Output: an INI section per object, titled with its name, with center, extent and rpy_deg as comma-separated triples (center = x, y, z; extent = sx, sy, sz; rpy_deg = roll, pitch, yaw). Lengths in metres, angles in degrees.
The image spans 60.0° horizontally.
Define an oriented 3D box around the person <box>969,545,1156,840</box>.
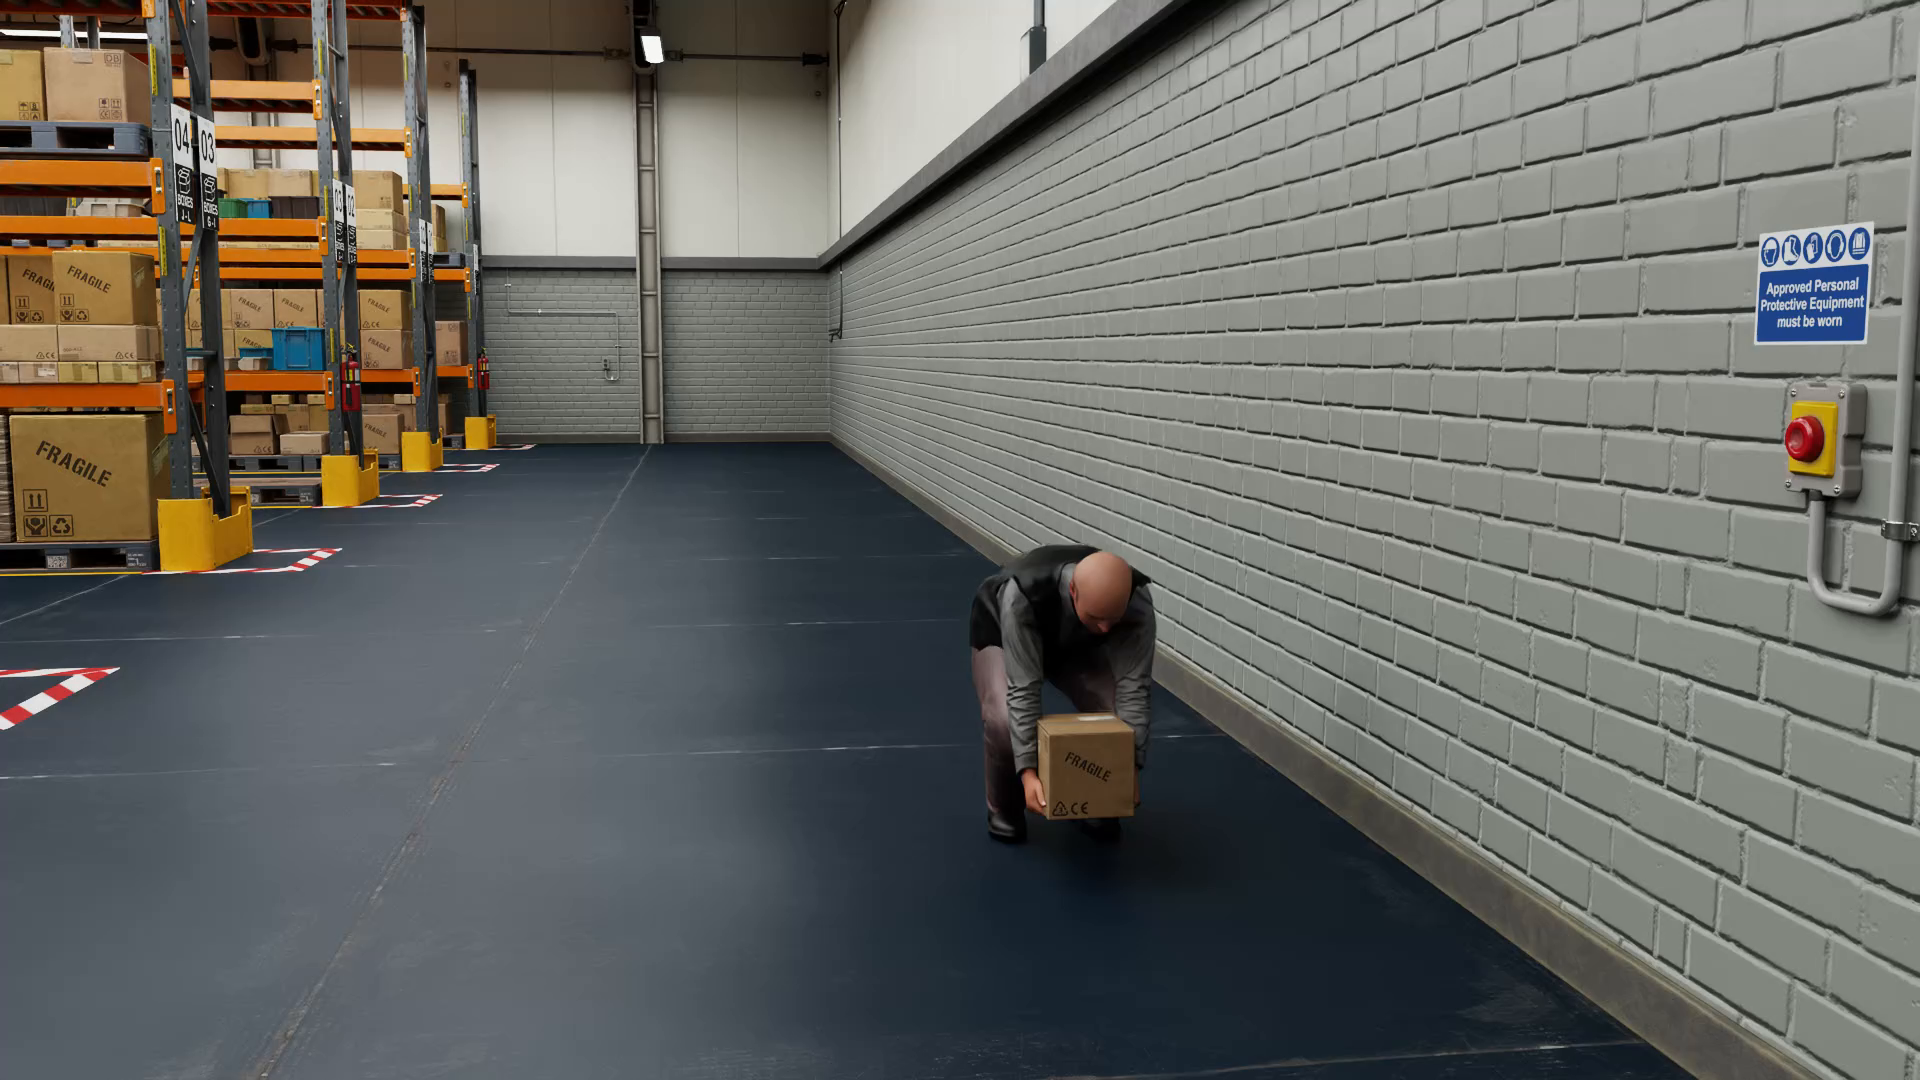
[person]
center = 0.316, 0.471, 5.123
extent = 0.516, 0.950, 0.915
rpy_deg = -1, 7, -11
